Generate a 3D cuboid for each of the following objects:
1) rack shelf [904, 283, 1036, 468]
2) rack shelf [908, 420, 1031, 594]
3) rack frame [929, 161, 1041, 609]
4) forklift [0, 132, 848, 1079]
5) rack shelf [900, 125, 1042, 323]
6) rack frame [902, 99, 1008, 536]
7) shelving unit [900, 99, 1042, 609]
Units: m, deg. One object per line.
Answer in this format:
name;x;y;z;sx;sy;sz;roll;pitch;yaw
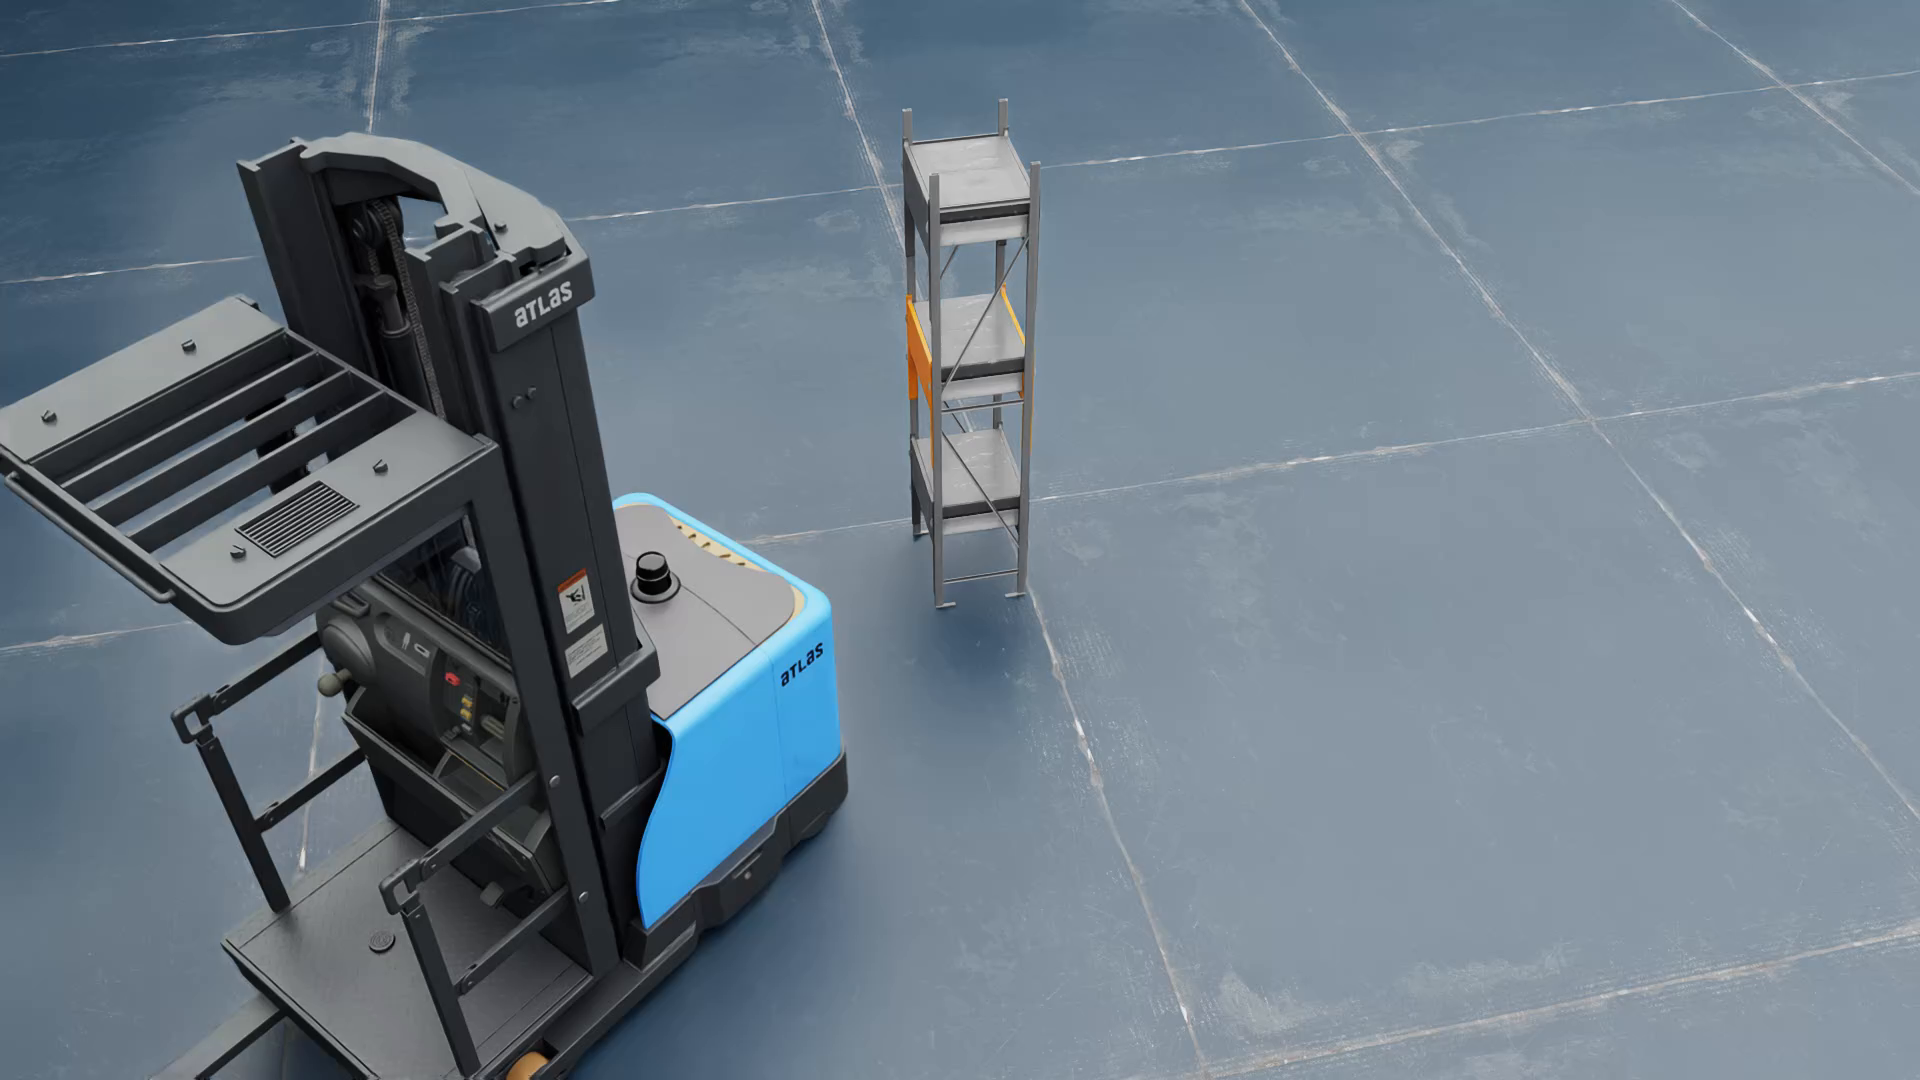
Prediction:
rack shelf;0.036;-0.668;6.723;0.431;0.518;0.480;-8;42;-9
rack shelf;0.036;-0.144;7.188;0.431;0.518;0.480;-8;42;-9
rack frame;0.088;-0.520;6.536;0.400;2.100;0.015;-8;42;-9
forklift;-1.736;0.471;4.793;1.130;2.935;3.031;28;49;28
rack shelf;0.036;-1.191;6.258;0.431;0.518;0.480;-8;42;-9
rack frame;-0.017;-0.836;6.892;0.400;2.100;0.015;-8;42;-9
shelving unit;0.036;-0.678;6.714;0.431;2.100;0.503;-8;42;-9
